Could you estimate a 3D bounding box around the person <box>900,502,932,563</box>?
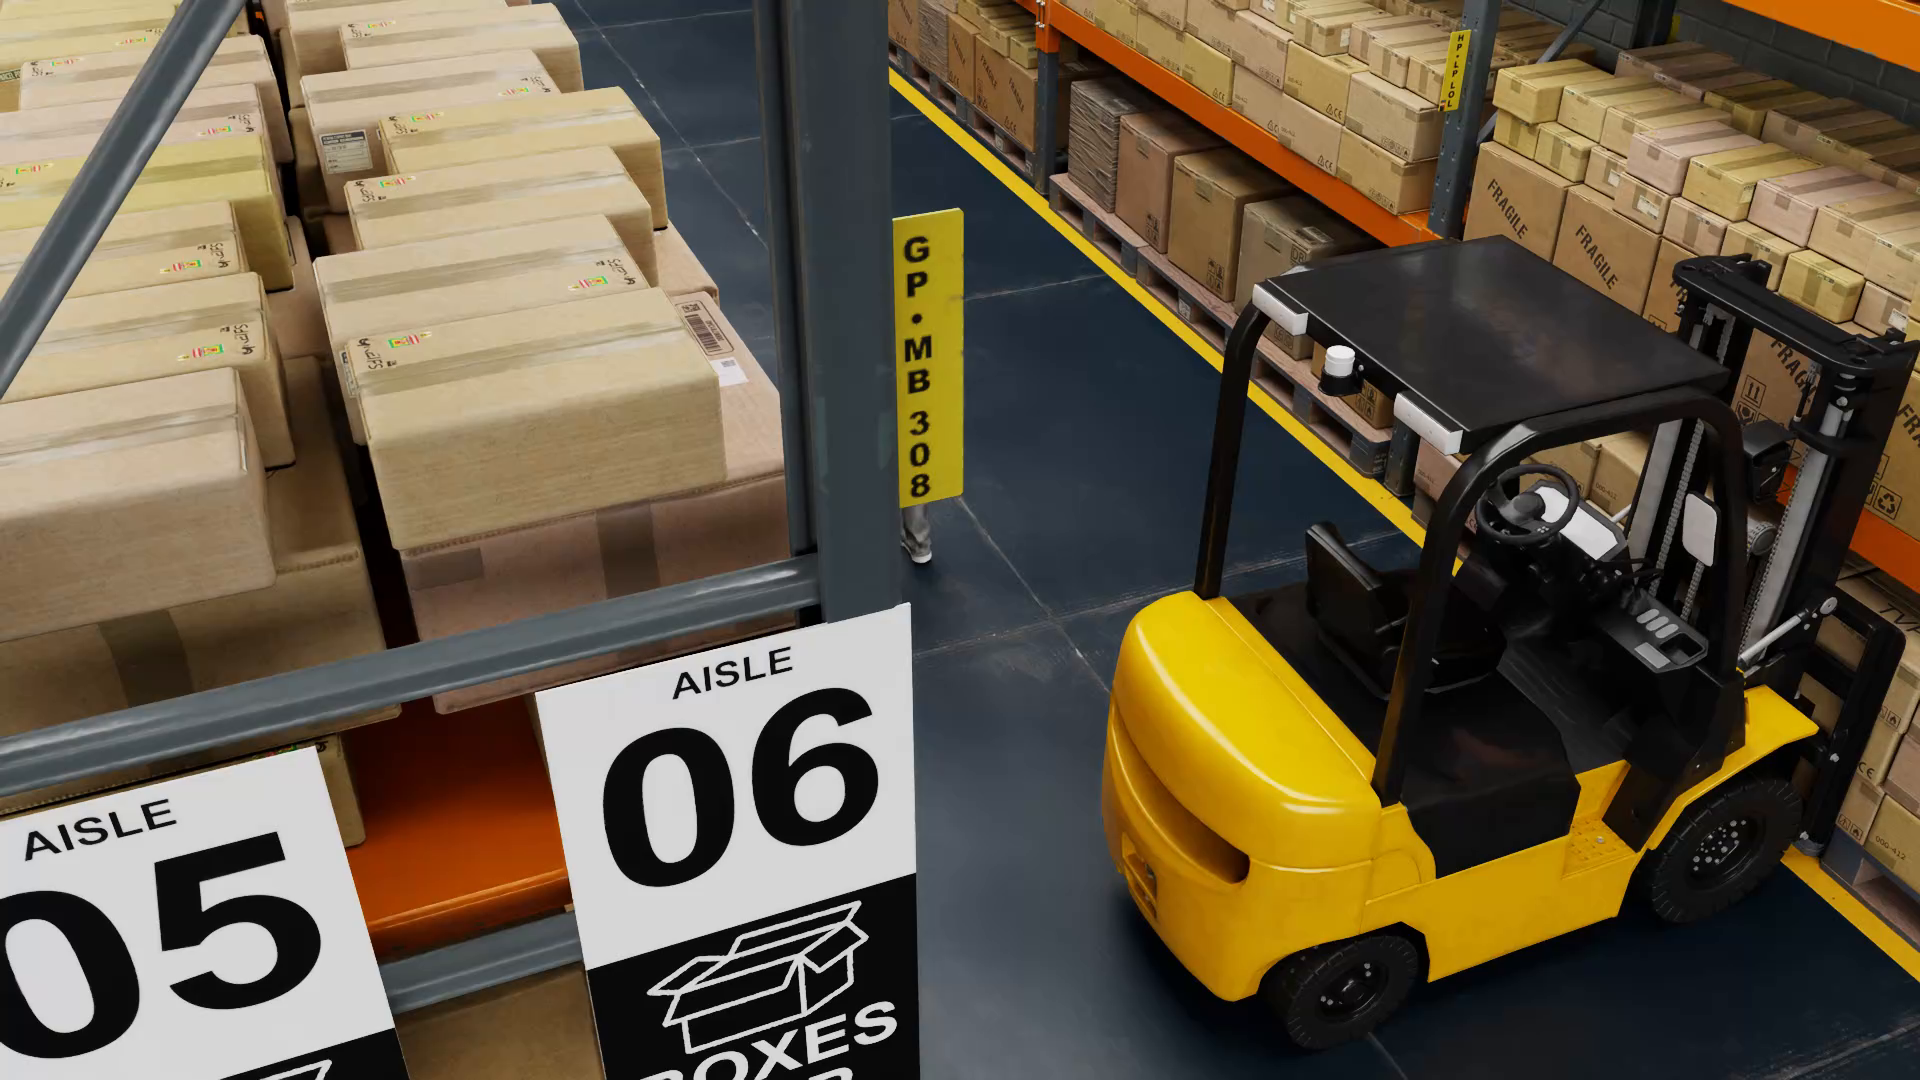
[{"bbox_3d":[-0.358,-0.405,7.212,0.463,1.088,0.745,-13,36,-19],"label":"person"}]
